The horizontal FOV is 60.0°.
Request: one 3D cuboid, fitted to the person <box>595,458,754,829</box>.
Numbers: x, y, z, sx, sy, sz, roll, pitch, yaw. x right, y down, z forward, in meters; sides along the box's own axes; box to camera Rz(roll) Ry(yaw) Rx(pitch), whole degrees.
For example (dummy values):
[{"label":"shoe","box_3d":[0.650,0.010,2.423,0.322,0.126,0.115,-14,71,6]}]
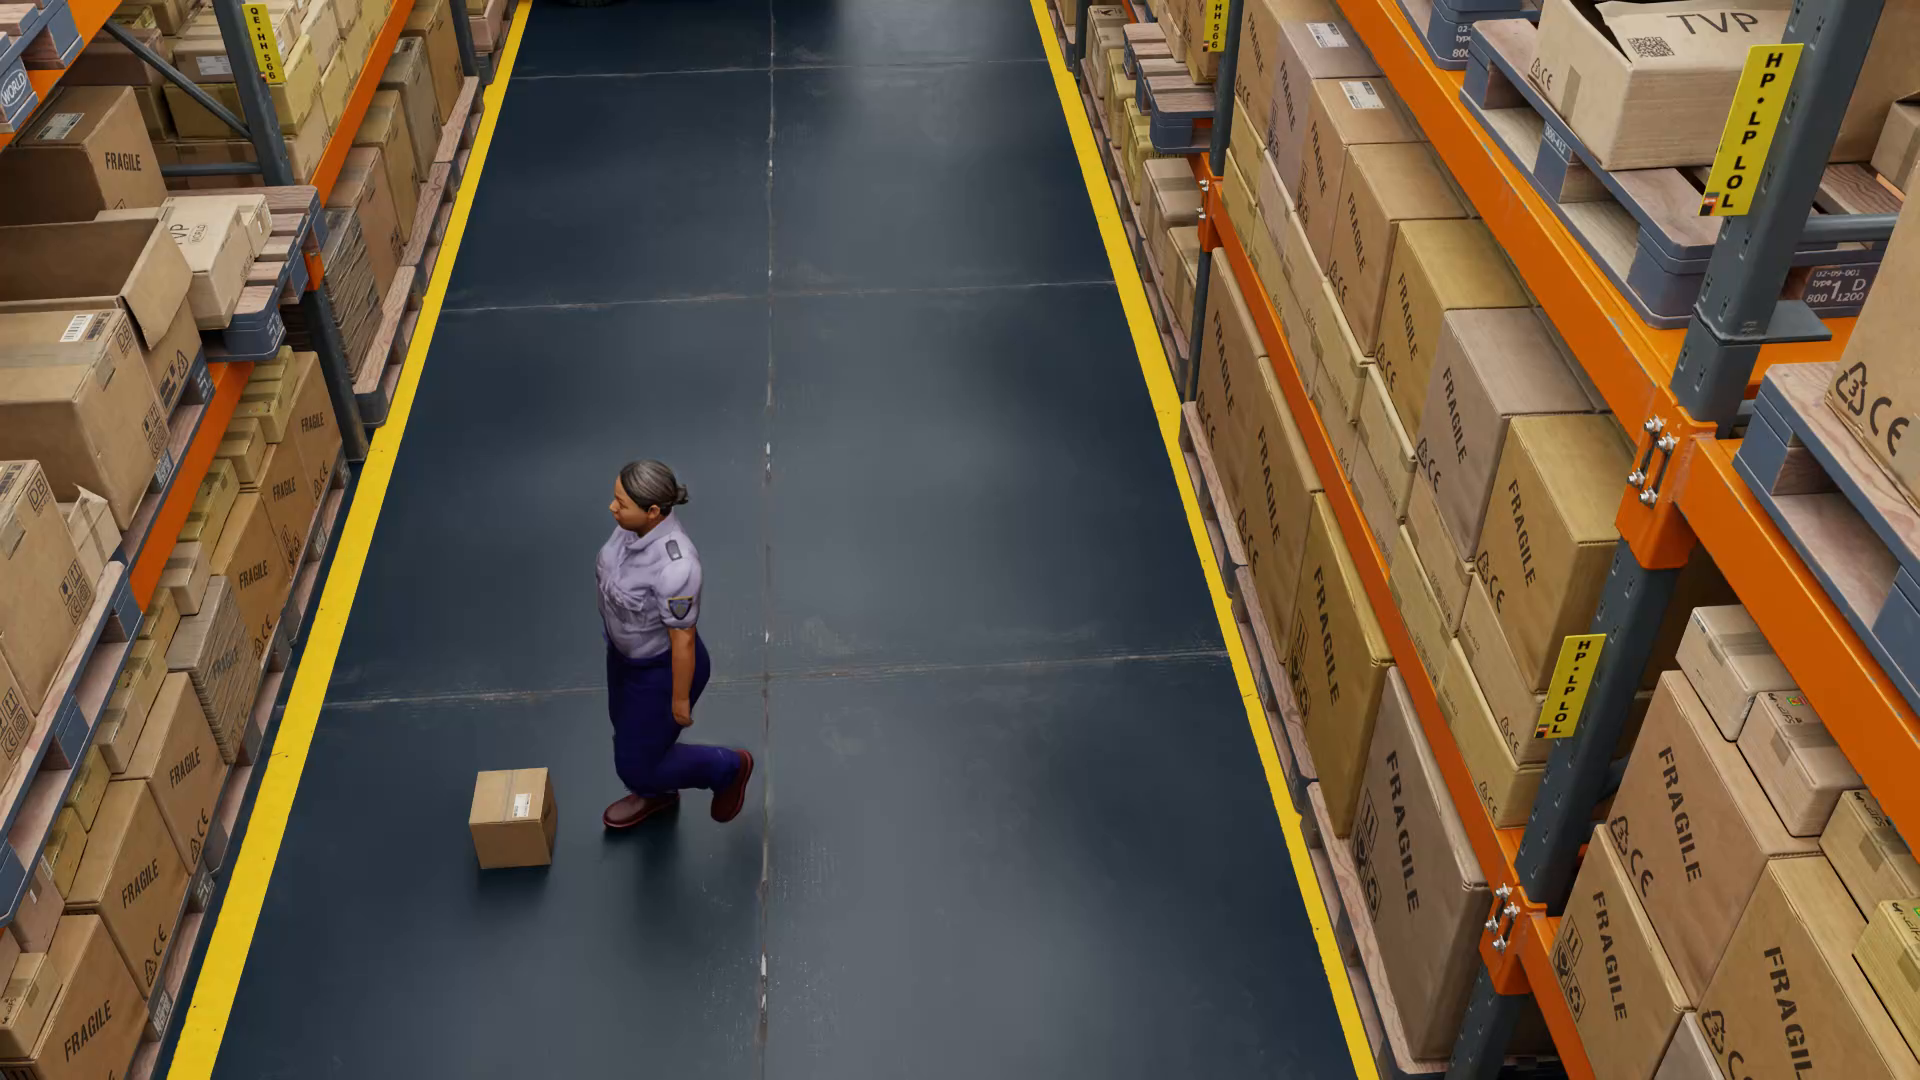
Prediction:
[{"label":"person","box_3d":[-1.042,0.400,5.655,0.522,1.635,0.499,-18,43,-21]}]
